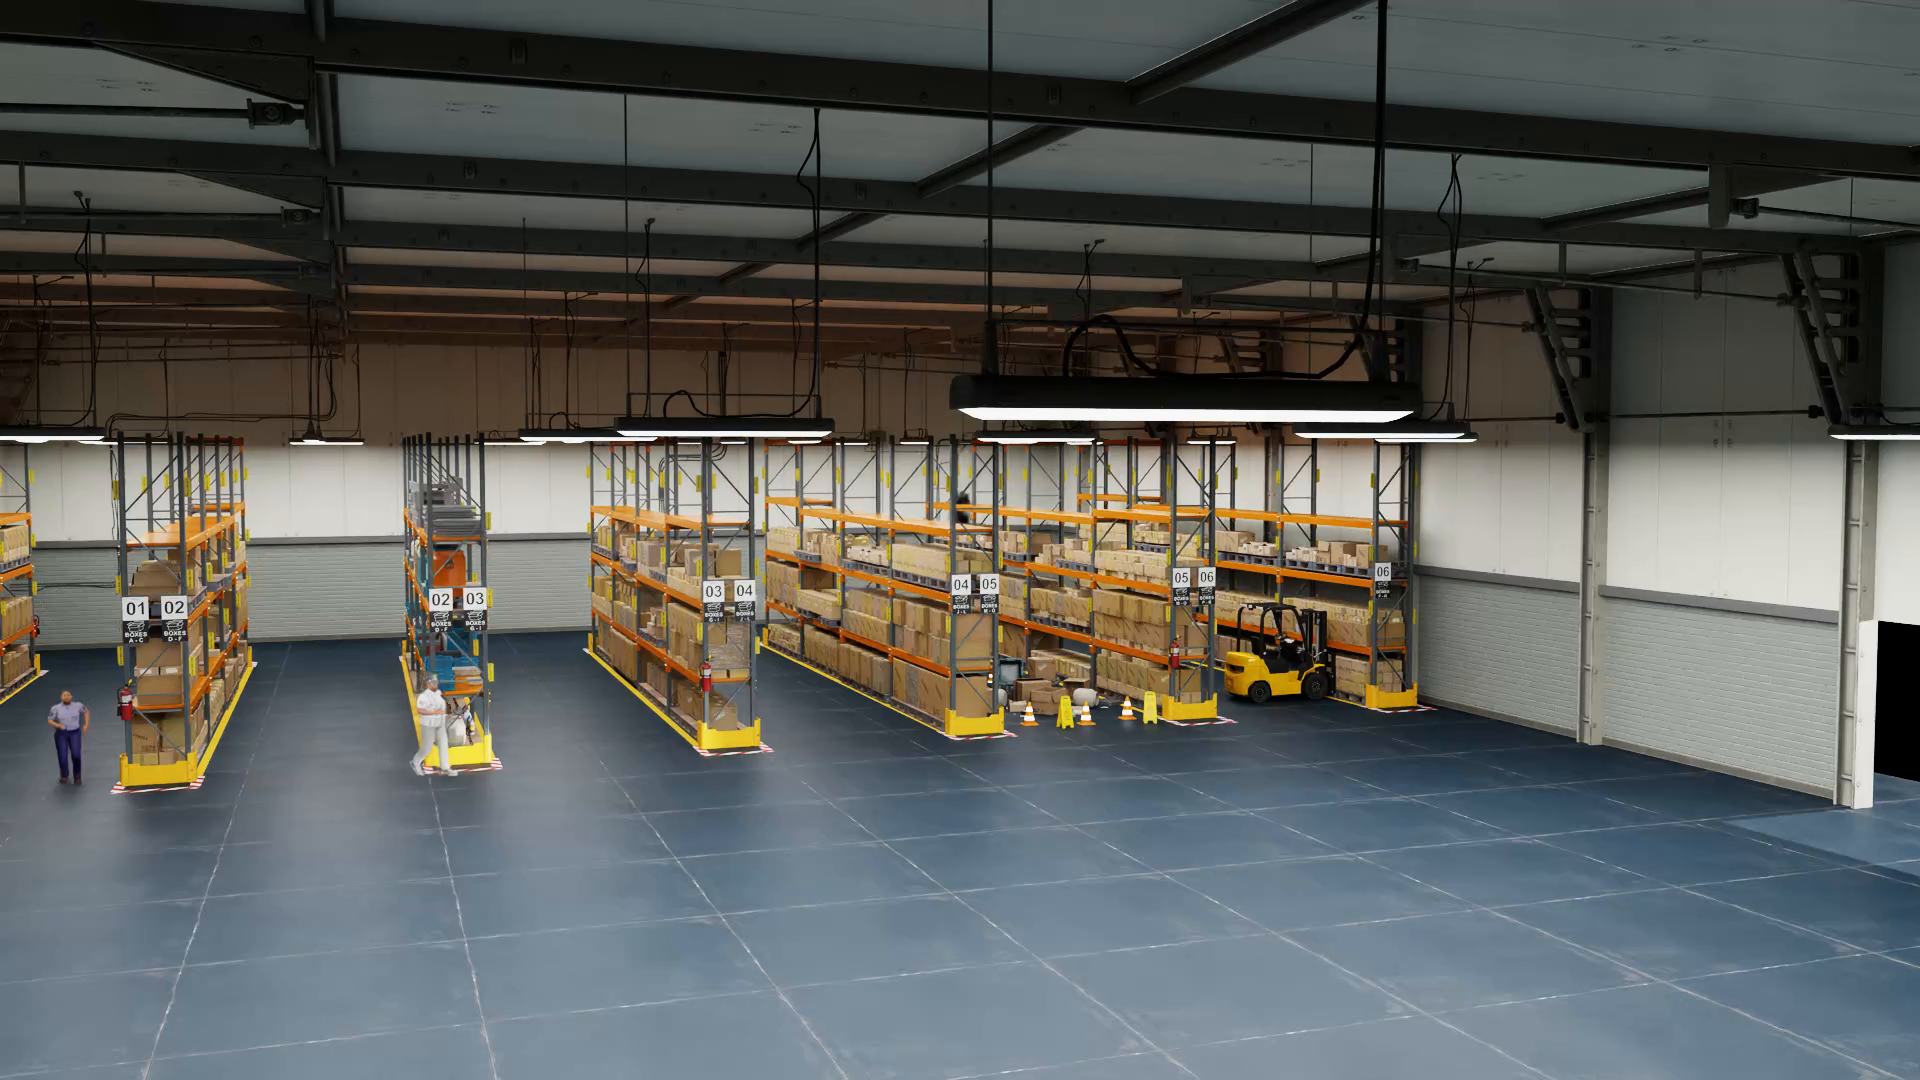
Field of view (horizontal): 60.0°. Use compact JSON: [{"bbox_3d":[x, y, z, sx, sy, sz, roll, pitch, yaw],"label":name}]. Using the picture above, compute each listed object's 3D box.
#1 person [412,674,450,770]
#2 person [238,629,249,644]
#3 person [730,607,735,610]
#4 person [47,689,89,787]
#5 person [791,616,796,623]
[{"bbox_3d":[-9.196,3.167,28.890,0.737,1.686,0.658,1,3,25],"label":"person"},{"bbox_3d":[-19.362,2.391,44.463,0.605,1.634,0.528,-1,3,-9],"label":"person"},{"bbox_3d":[-6.327,2.371,46.467,0.607,1.619,0.821,-1,3,-11],"label":"person"},{"bbox_3d":[-15.071,3.369,28.125,0.627,1.685,0.691,-2,4,-29],"label":"person"},{"bbox_3d":[-4.979,2.108,50.416,0.566,1.677,0.867,2,4,34],"label":"person"}]
